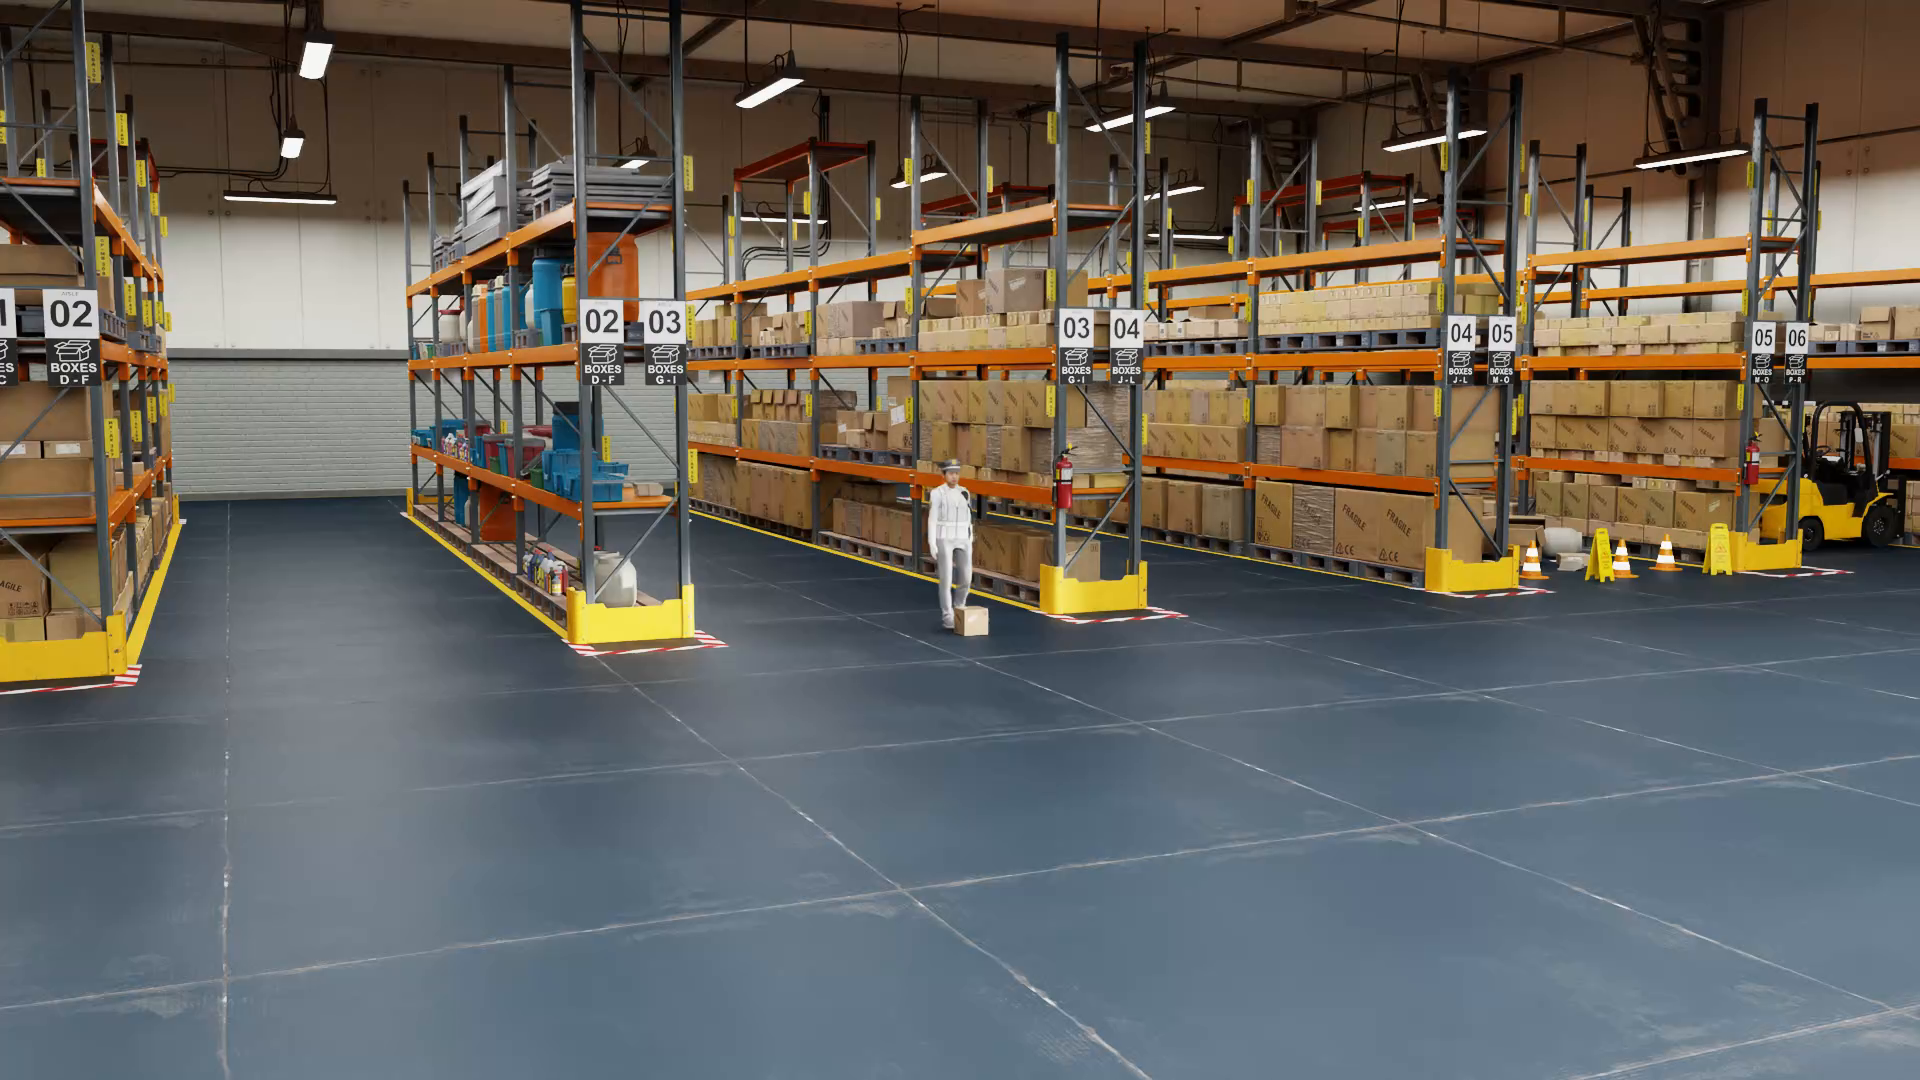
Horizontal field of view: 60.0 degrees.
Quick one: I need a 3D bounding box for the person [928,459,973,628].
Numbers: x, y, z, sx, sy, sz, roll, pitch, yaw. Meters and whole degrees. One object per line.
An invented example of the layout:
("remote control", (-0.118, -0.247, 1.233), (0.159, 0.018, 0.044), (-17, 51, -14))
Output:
("person", (-0.091, 0.038, 16.557), (0.503, 1.705, 0.523), (-2, 6, -24))
